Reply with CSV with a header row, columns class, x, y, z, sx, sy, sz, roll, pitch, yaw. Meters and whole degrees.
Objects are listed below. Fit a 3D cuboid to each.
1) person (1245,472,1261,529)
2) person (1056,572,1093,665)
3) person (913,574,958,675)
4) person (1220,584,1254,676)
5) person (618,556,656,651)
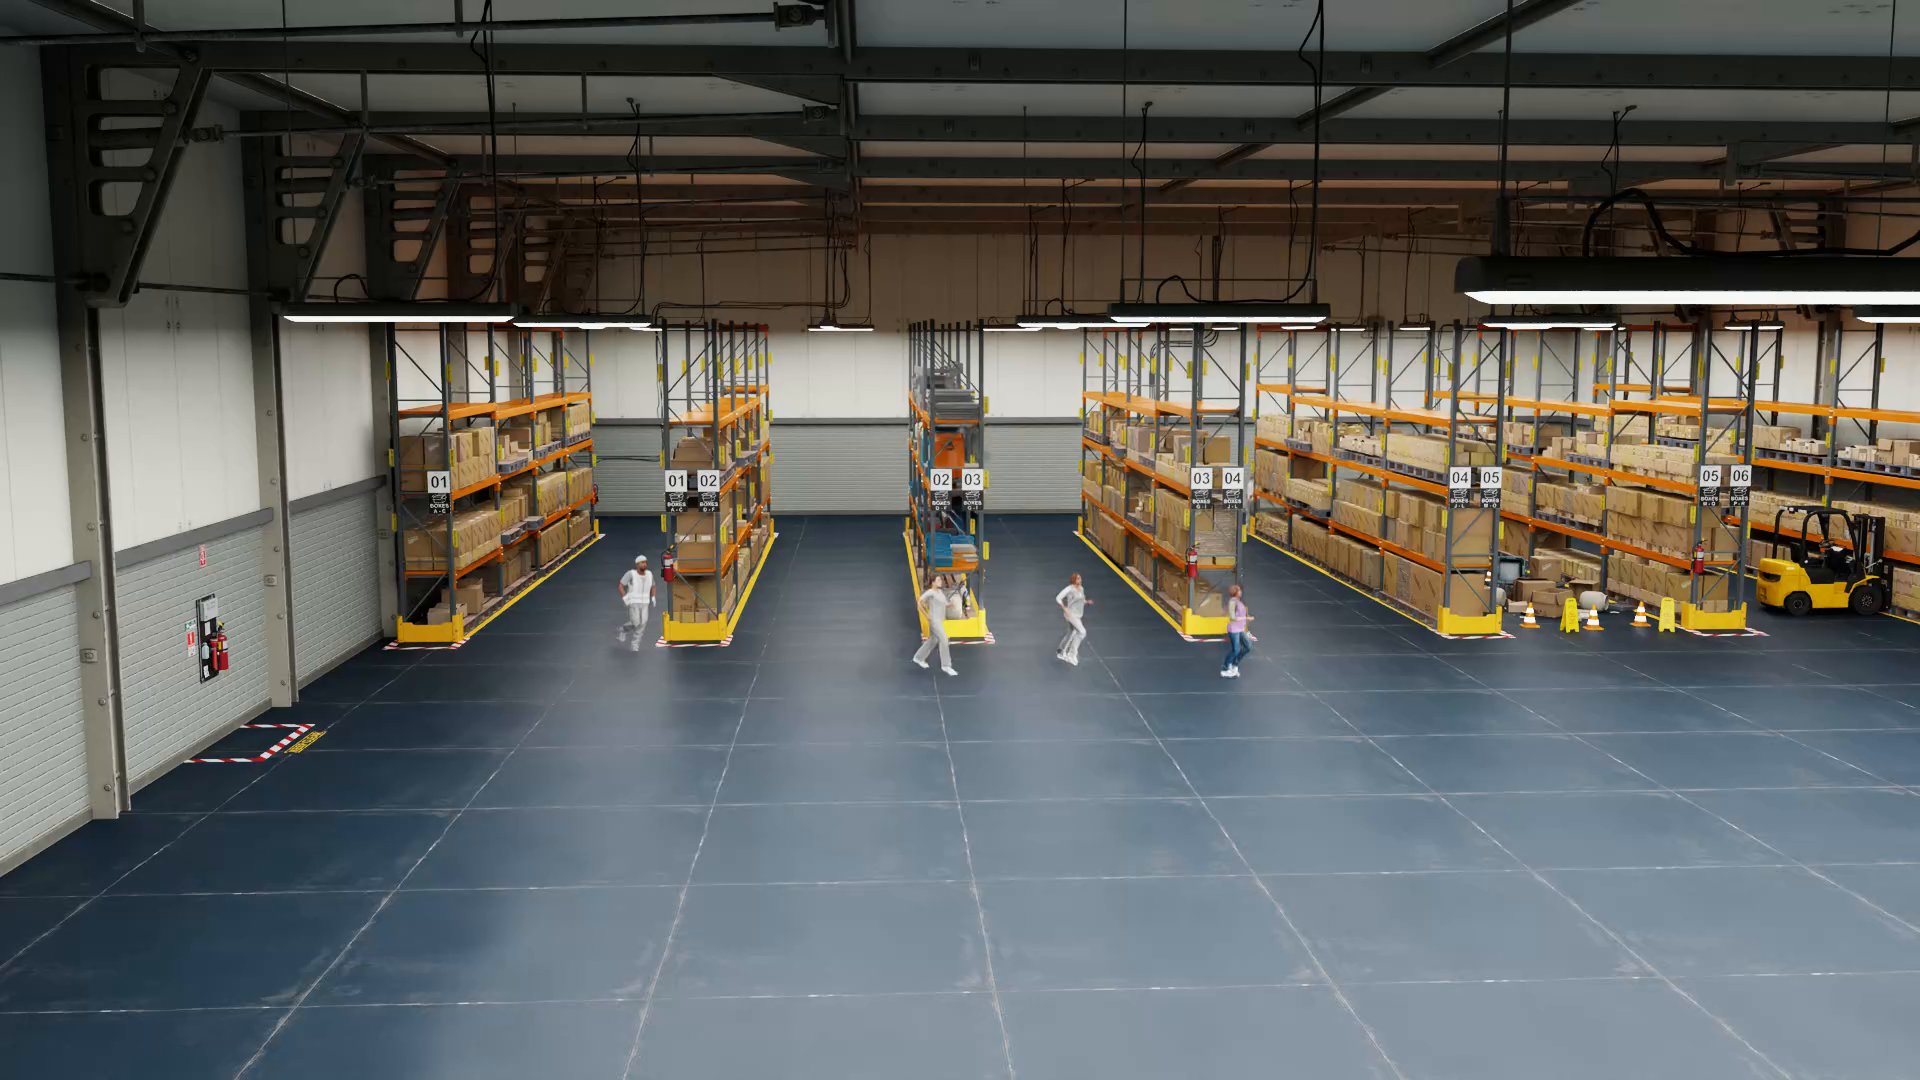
class,x,y,z,sx,sy,sz,roll,pitch,yaw
person,8.673,-1.181,48.881,0.873,1.763,0.722,-3,8,-21
person,2.002,1.365,29.023,0.679,1.620,0.507,4,8,32
person,-0.420,1.409,28.136,0.875,1.701,0.550,3,8,21
person,4.641,1.516,27.720,0.596,1.575,0.517,4,8,29
person,-5.834,1.141,30.284,0.726,1.710,0.648,-5,9,-38
